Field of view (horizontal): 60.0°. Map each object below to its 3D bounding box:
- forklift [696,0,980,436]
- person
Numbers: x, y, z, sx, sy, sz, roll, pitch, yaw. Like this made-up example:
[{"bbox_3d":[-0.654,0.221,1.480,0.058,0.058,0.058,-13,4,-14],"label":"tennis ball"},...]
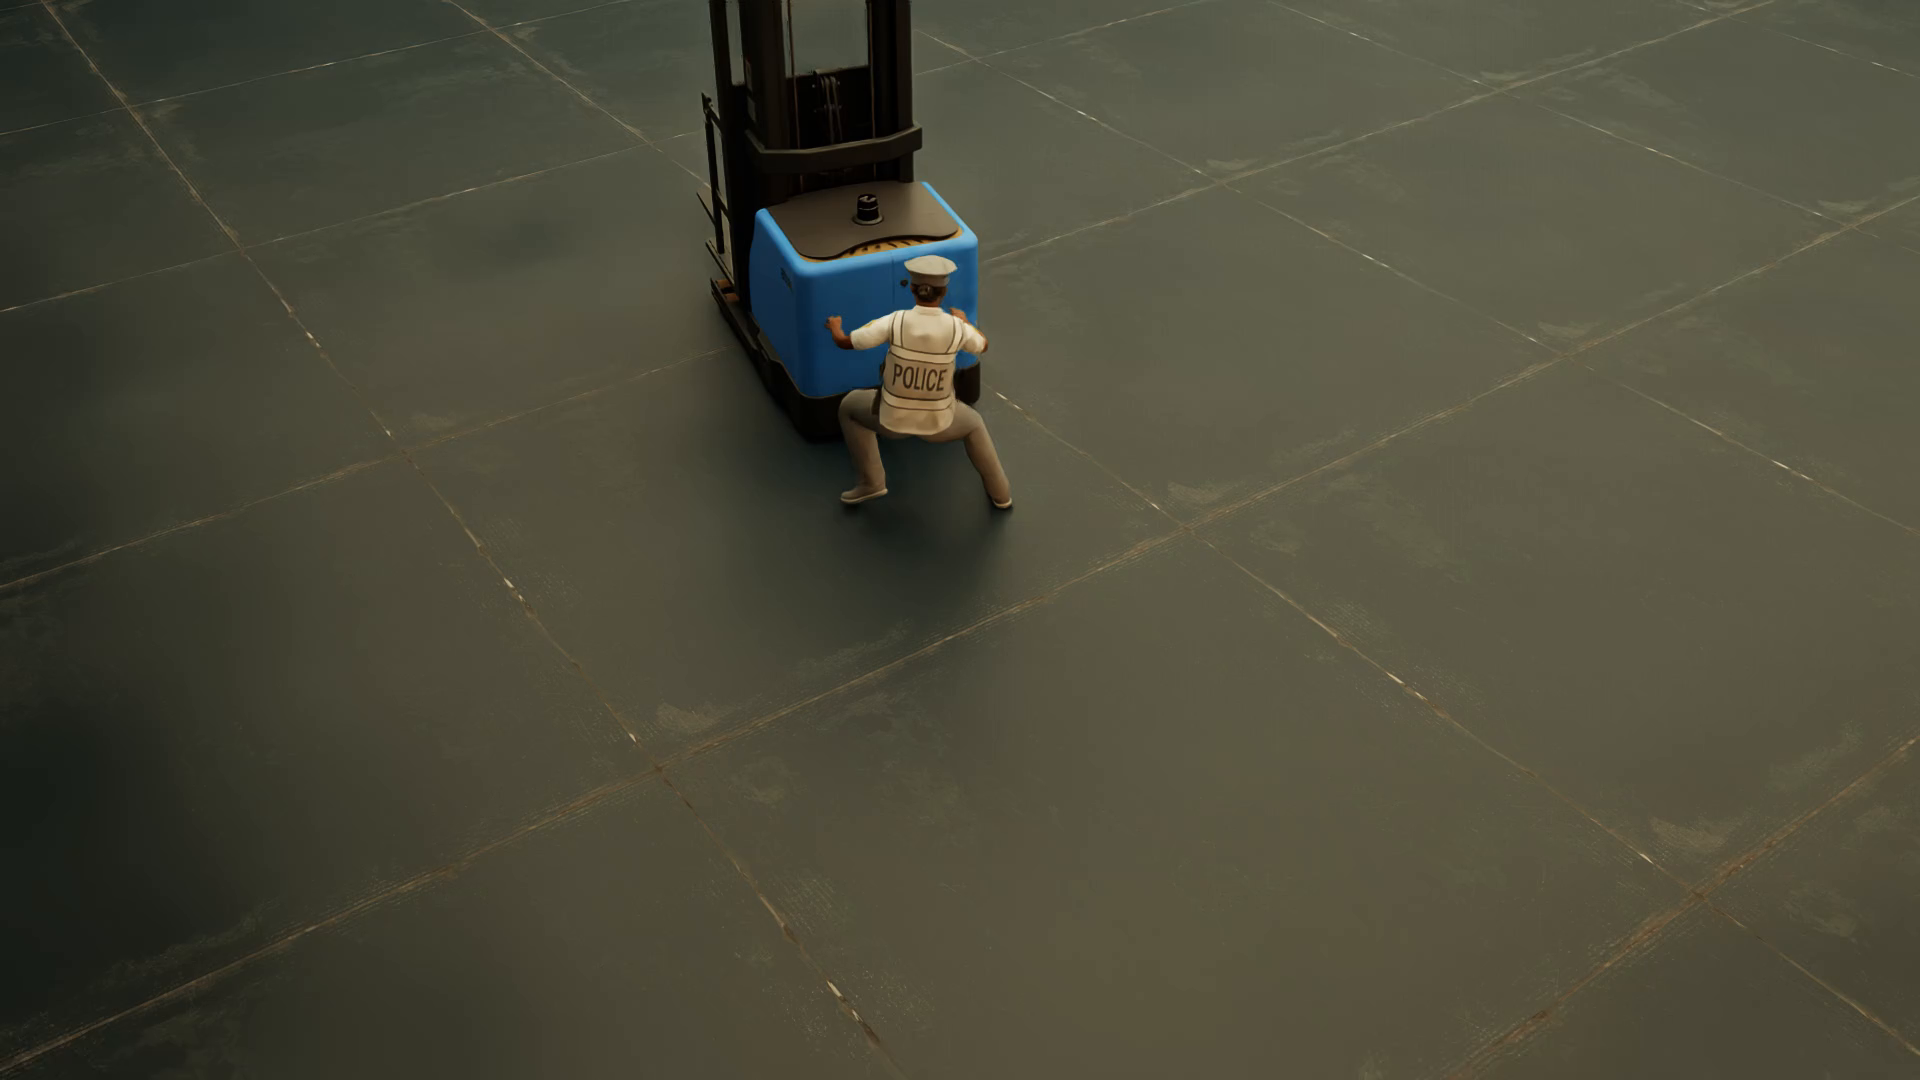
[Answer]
[{"bbox_3d":[-0.907,-2.619,9.486,1.130,2.935,3.031,-13,39,-17],"label":"forklift"},{"bbox_3d":[-0.202,-0.776,8.244,0.942,1.447,0.728,0,36,0],"label":"person"}]
